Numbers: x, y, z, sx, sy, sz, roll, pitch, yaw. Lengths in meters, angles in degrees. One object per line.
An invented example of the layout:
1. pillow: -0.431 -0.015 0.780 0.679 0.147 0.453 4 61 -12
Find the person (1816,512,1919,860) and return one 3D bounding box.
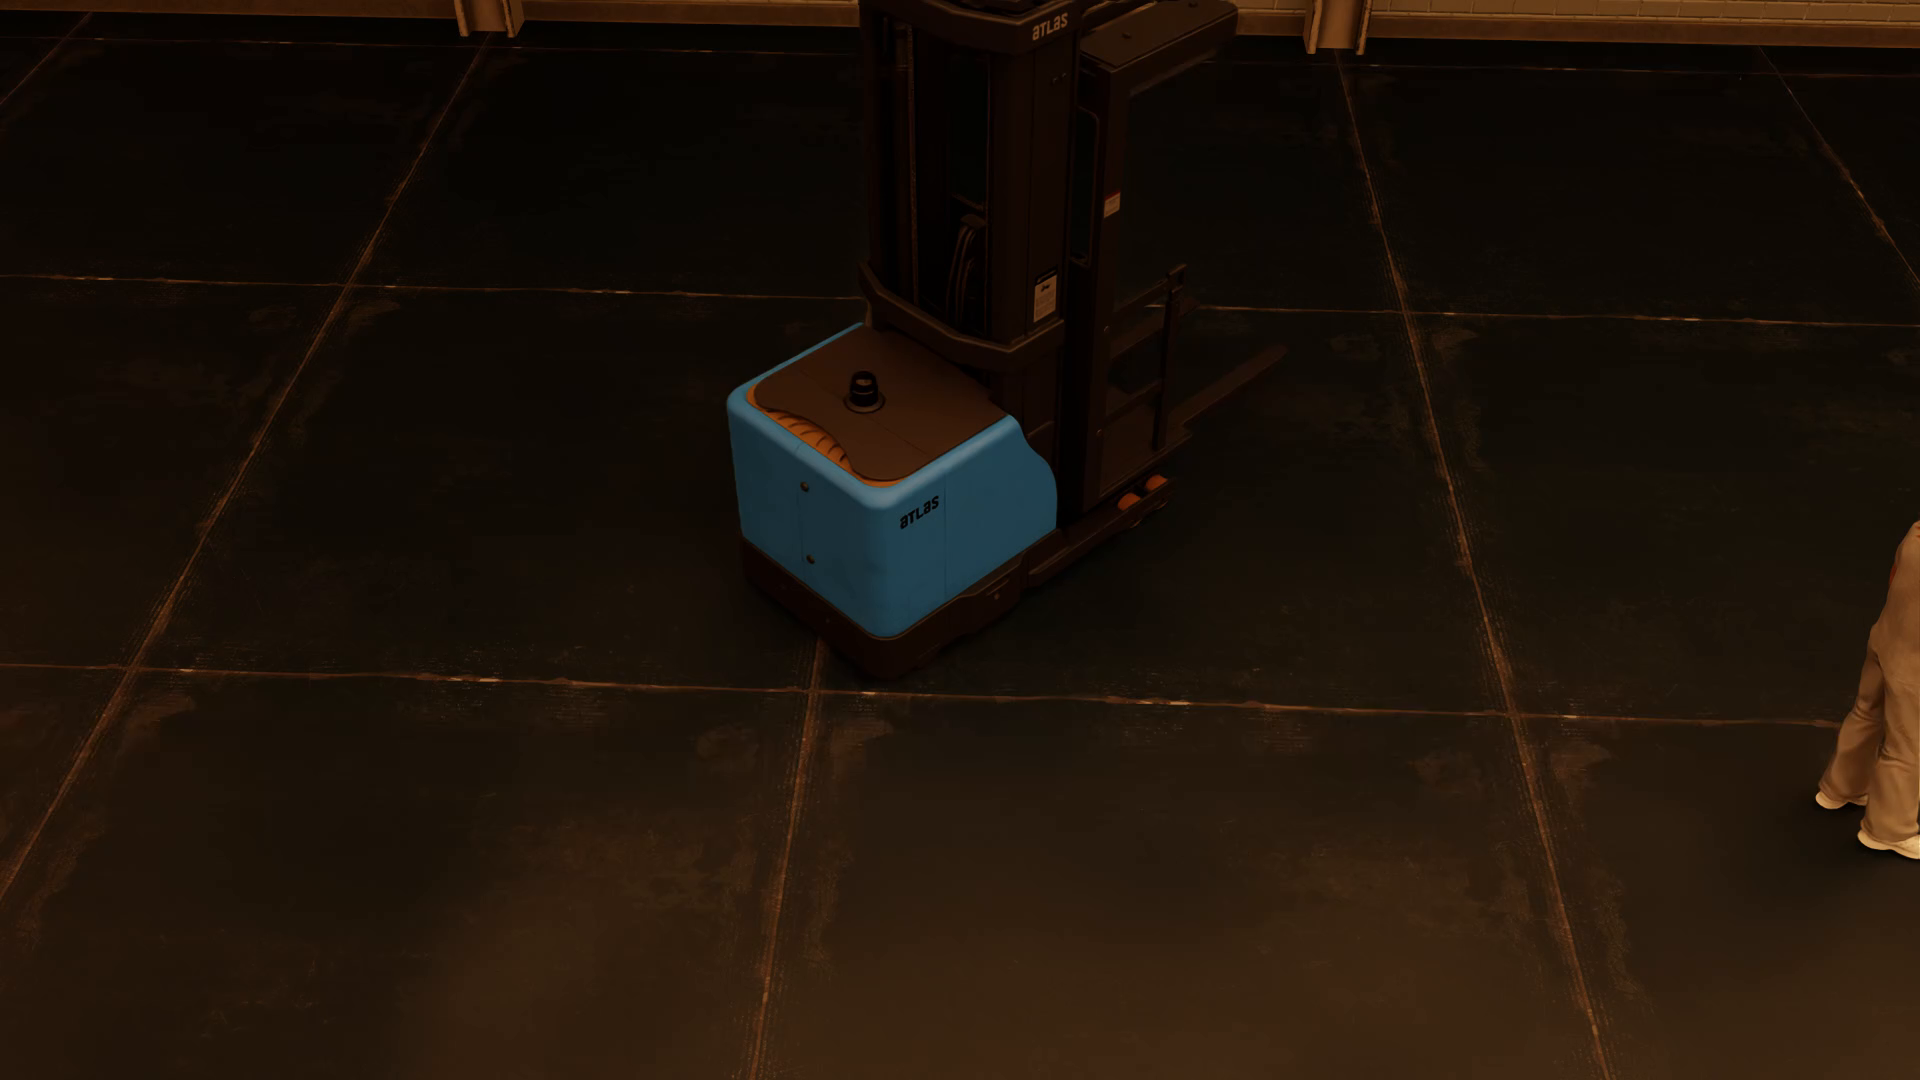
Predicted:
1. person: 3.602 0.453 6.170 0.546 1.675 0.545 2 42 3

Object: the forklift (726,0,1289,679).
1. forklift: 0.402 -1.367 7.240 3.031 2.935 1.130 -33 52 -31
